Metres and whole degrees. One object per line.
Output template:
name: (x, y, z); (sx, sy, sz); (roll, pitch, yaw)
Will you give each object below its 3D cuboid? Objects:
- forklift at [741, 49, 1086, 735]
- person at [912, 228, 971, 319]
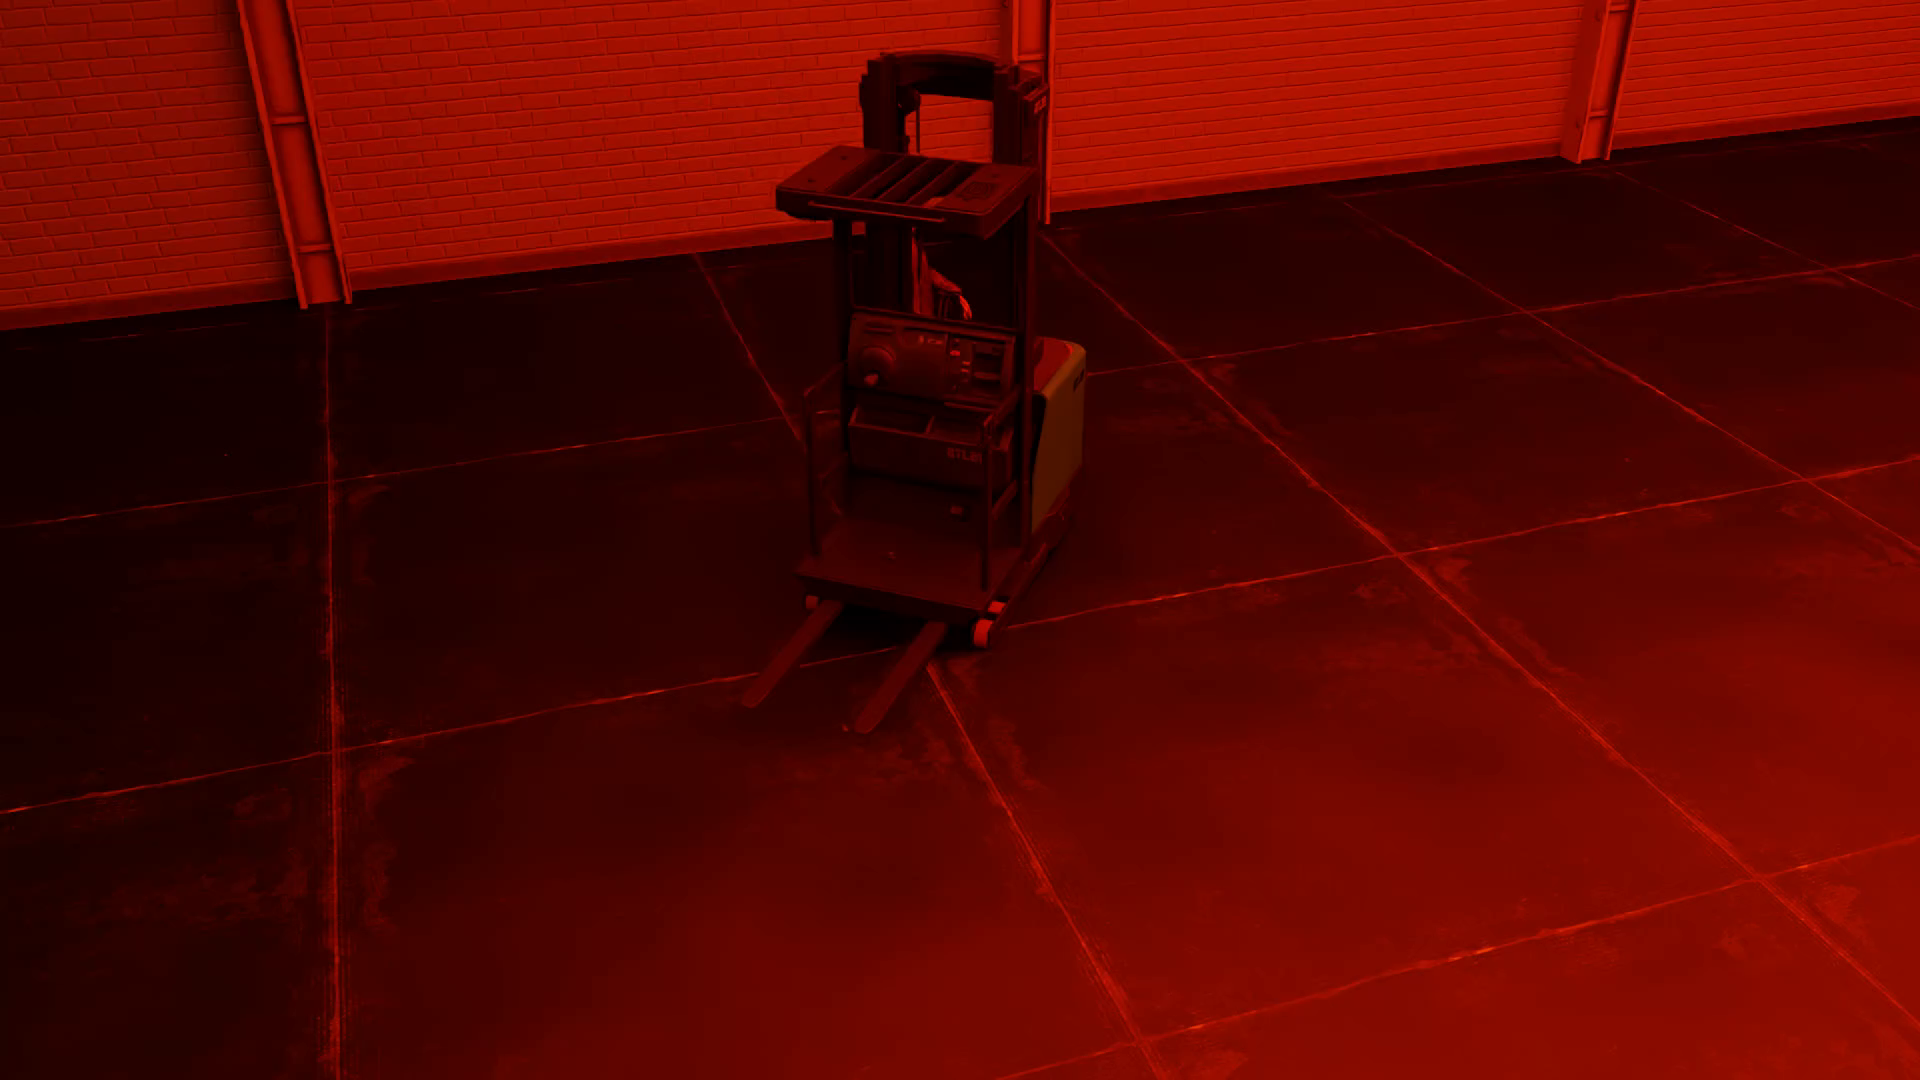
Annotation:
forklift: (-0.231, -0.912, 8.672); (1.130, 2.935, 3.031); (11, 32, 18)
person: (-0.273, -1.351, 10.683); (0.803, 1.701, 0.747); (-10, 31, -17)
